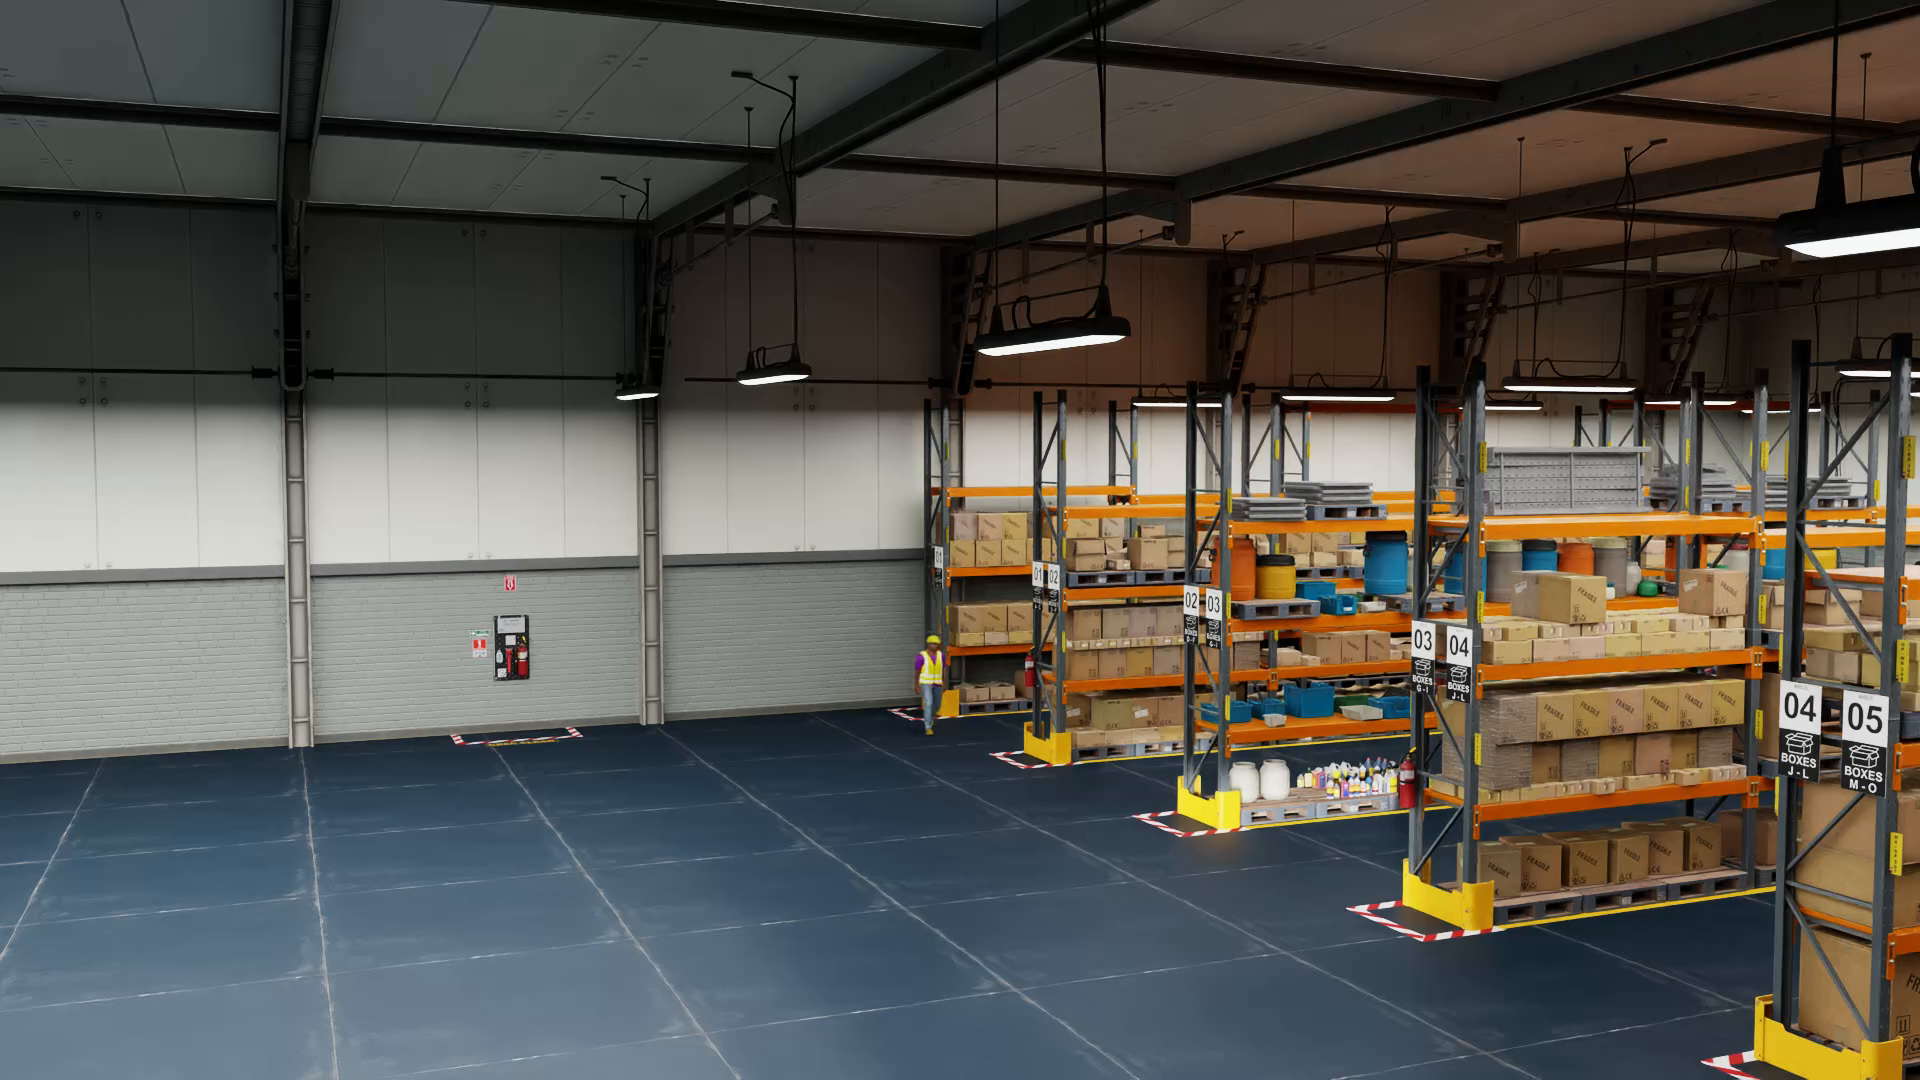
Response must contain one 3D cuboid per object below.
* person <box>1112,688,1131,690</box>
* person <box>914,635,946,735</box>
[{"bbox_3d":[2.912,2.535,30.803,0.501,1.643,0.550,-2,4,-24],"label":"person"},{"bbox_3d":[-0.517,2.529,29.642,0.564,1.658,0.939,-2,4,-27],"label":"person"}]
